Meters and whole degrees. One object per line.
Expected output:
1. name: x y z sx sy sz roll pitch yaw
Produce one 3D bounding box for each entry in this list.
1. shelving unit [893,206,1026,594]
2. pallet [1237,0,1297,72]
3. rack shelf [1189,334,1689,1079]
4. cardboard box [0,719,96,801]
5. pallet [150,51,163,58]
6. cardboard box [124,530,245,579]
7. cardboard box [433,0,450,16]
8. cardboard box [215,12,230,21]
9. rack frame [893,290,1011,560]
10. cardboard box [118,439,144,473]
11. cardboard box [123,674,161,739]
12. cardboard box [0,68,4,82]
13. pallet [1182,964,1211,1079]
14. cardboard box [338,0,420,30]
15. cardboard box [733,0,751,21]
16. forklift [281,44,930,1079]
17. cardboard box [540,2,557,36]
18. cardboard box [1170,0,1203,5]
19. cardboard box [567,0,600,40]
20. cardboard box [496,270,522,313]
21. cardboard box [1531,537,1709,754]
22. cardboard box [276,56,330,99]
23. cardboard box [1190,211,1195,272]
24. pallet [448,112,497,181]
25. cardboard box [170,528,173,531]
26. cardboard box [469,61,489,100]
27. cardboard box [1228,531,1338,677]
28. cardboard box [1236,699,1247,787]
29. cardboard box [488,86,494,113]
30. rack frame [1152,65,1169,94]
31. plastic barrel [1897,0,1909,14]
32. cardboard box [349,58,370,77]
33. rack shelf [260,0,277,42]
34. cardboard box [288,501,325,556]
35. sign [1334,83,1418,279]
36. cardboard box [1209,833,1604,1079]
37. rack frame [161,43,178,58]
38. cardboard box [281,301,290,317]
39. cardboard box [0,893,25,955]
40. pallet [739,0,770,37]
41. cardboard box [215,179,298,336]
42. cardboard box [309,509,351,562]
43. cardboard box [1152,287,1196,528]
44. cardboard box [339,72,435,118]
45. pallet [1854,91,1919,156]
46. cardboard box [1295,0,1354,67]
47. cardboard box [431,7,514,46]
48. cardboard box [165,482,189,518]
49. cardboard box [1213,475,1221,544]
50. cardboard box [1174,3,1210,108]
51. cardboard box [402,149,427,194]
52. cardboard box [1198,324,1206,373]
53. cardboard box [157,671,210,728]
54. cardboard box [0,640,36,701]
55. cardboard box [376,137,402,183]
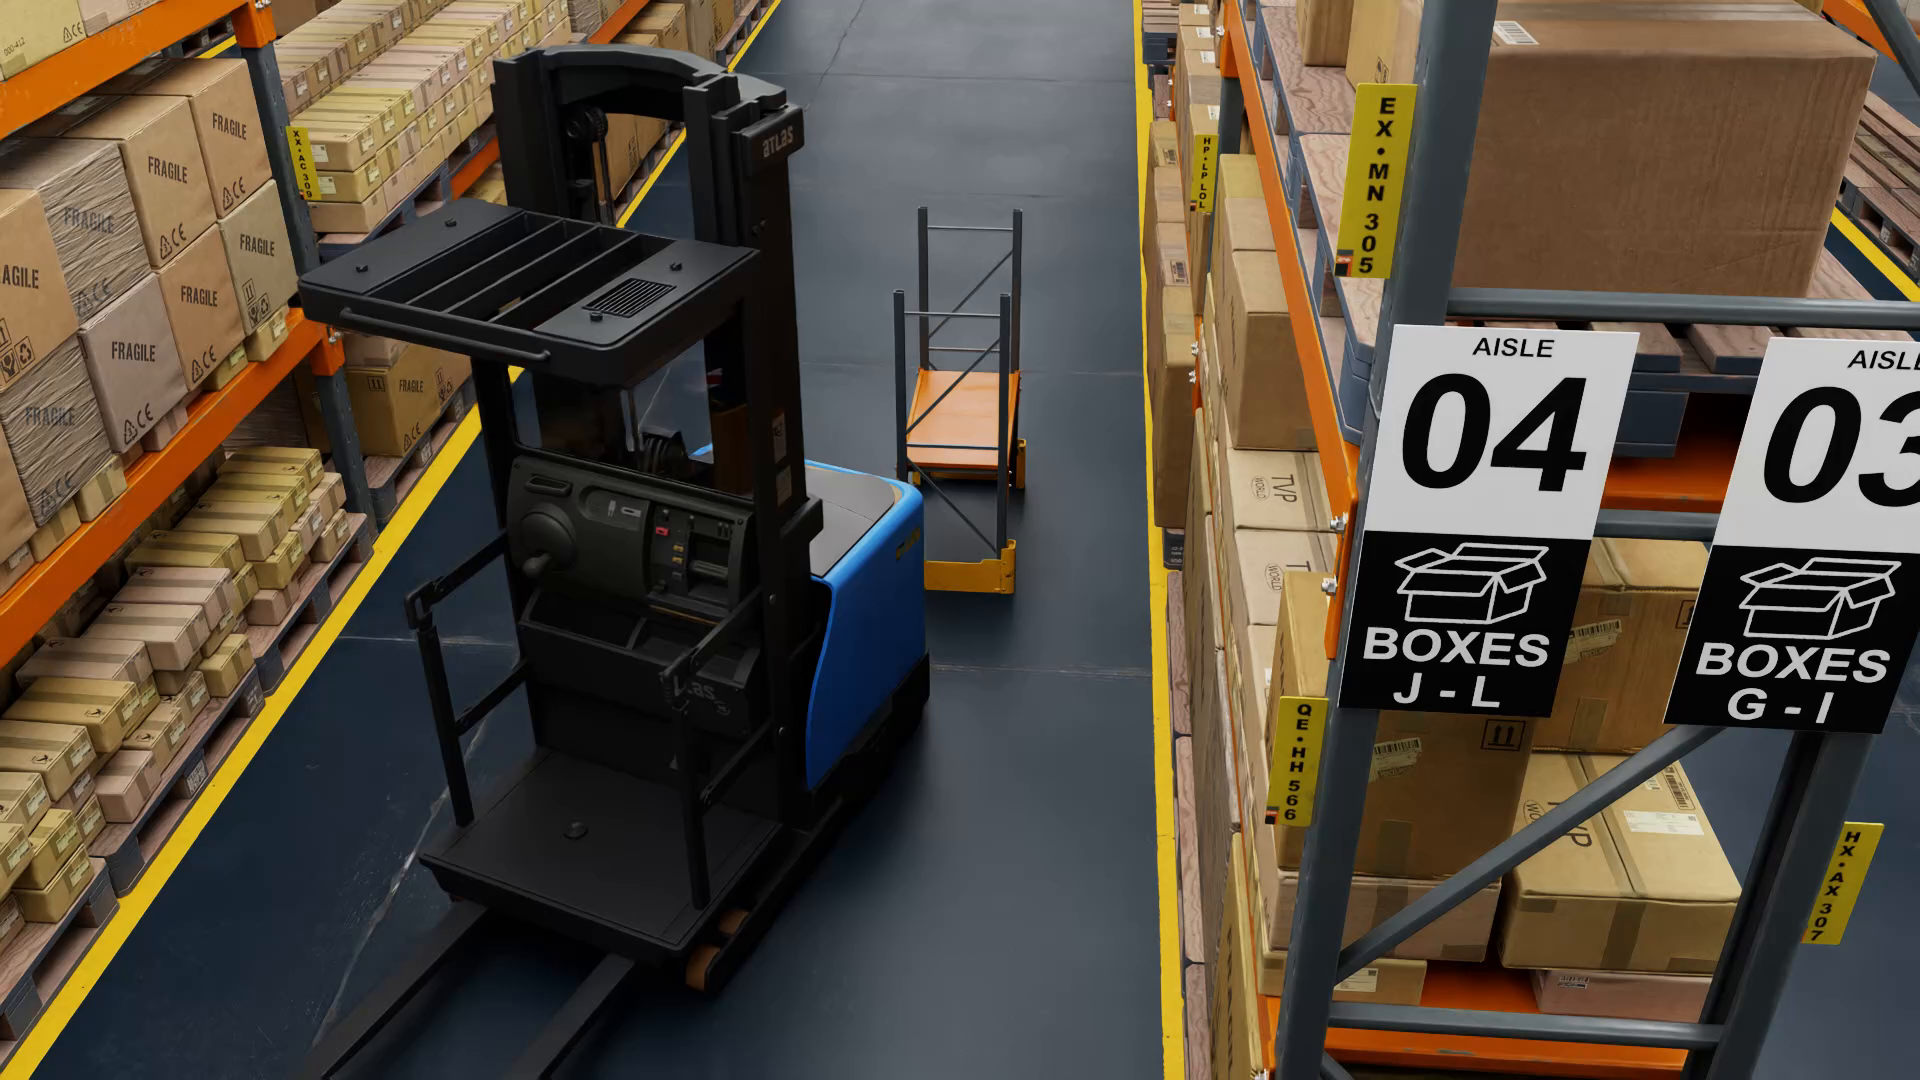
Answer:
1. shelving unit: 0.006 -0.678 7.921 0.587 1.500 1.083 2 32 4
2. pallet: 1.465 -1.832 5.589 1.003 0.211 1.213 2 32 4
3. rack shelf: 1.379 0.332 5.538 1.077 0.370 4.000 2 32 4
4. cardboard box: -3.317 0.776 5.882 0.380 0.149 0.250 4 32 6
5. pallet: -7.746 -4.032 14.592 1.003 0.211 1.213 2 32 4
6. cardboard box: -3.256 0.092 6.991 0.380 0.149 0.250 3 32 6
7. cardboard box: -3.327 -3.189 10.121 0.380 0.149 0.250 4 32 6
8. cardboard box: -7.334 -5.211 16.068 0.500 0.250 0.500 4 32 7
9. rack frame: -0.034 -0.417 7.498 0.500 1.500 0.032 2 32 4
10. cardboard box: -3.289 -0.334 6.172 0.380 0.149 0.250 2 32 3
11. cardboard box: -3.341 0.623 6.414 0.380 0.149 0.250 4 32 6
12. cardboard box: -3.299 -1.444 5.019 0.500 0.250 0.500 2 32 4
13. pallet: 1.203 1.837 5.067 1.003 0.211 1.213 2 32 4
14. cardboard box: -3.364 -3.061 9.630 0.380 0.149 0.250 1 32 2
15. cardboard box: -2.551 -5.539 16.005 0.875 0.875 0.875 3 32 4
16. forklift: -1.204 0.048 5.379 1.130 2.935 3.031 14 34 21
17. cardboard box: -2.674 -3.157 10.070 0.380 0.149 0.250 4 32 6
18. cardboard box: 1.818 -3.913 11.245 0.700 0.500 0.500 7 32 11
19. cardboard box: -2.762 -3.642 11.205 0.500 0.500 0.500 3 32 5
20. cardboard box: -2.933 -1.587 9.948 0.500 0.500 0.500 1 32 2
21. cardboard box: 1.565 0.189 4.229 0.500 0.500 0.500 2 32 3
22. cardboard box: -3.466 -2.369 8.507 0.380 0.149 0.250 1 32 2
23. cardboard box: 1.355 -1.577 7.855 0.500 0.500 0.500 3 32 6
24. pallet: -3.188 -2.258 9.237 1.003 0.211 1.213 2 32 4
25. cardboard box: -3.657 0.065 7.320 0.380 0.149 0.250 2 32 4
26. cardboard box: -2.777 -2.487 8.983 0.380 0.149 0.250 2 32 3
27. cardboard box: 1.074 0.213 4.905 0.500 0.250 0.500 1 32 2
28. cardboard box: 0.980 0.580 4.689 0.380 0.149 0.250 3 32 5
29. cardboard box: -2.759 -2.500 9.287 0.380 0.149 0.250 3 32 5
30. rack frame: 2.193 -5.203 13.834 1.000 3.000 0.127 2 32 4
31. plastic barrel: 6.738 -3.949 11.669 0.433 0.535 0.433 0 32 0
32. cardboard box: -3.429 -2.516 9.029 0.380 0.149 0.250 4 32 6
33. rack shelf: -3.230 -3.301 8.574 1.077 0.370 4.000 2 32 4
34. cardboard box: -3.112 -0.056 7.515 0.380 0.149 0.250 1 32 2
35. sign: 0.677 -0.579 2.703 0.100 0.325 0.005 2 32 4
36. cardboard box: 1.189 1.459 4.648 0.875 0.875 0.875 2 32 4
37. rack frame: -7.684 -5.626 14.521 1.000 3.000 0.127 2 32 4
38. cardboard box: -3.183 -1.018 7.283 0.380 0.149 0.250 2 32 3
39. cardboard box: -3.404 1.311 5.580 0.380 0.149 0.250 3 32 5
40. pallet: -2.505 -5.315 16.673 1.003 0.211 1.213 2 32 4
41. cardboard box: -3.151 -1.189 6.941 0.500 0.500 0.500 3 32 4
42. cardboard box: -3.086 -0.030 7.757 0.380 0.149 0.250 3 32 5
43. cardboard box: 1.574 -0.630 8.038 1.225 0.875 0.875 3 32 4
44. cardboard box: -2.840 -2.206 8.243 0.380 0.149 0.250 2 32 3
45. pallet: 7.105 -3.392 13.553 1.003 0.211 1.213 2 32 4
46. cardboard box: 1.306 -1.601 4.538 0.700 0.500 0.500 4 32 6
47. cardboard box: -2.738 -2.892 9.355 0.380 0.149 0.250 2 32 4
48. cardboard box: -3.709 -0.190 7.450 0.380 0.149 0.250 4 32 6
49. cardboard box: 1.081 -0.095 5.784 0.380 0.149 0.250 3 32 5
50. cardboard box: 1.557 -2.912 10.020 0.500 0.500 0.500 3 32 5
51. cardboard box: -2.862 -1.819 8.181 0.380 0.149 0.250 3 32 4
52. cardboard box: 1.186 -0.772 6.884 0.380 0.149 0.250 3 32 4
53. cardboard box: -3.258 0.645 6.662 0.380 0.149 0.250 3 32 5
54. cardboard box: -3.781 0.484 6.355 0.380 0.149 0.250 3 32 4
55. cardboard box: -2.884 -1.805 7.875 0.380 0.149 0.250 2 32 3
